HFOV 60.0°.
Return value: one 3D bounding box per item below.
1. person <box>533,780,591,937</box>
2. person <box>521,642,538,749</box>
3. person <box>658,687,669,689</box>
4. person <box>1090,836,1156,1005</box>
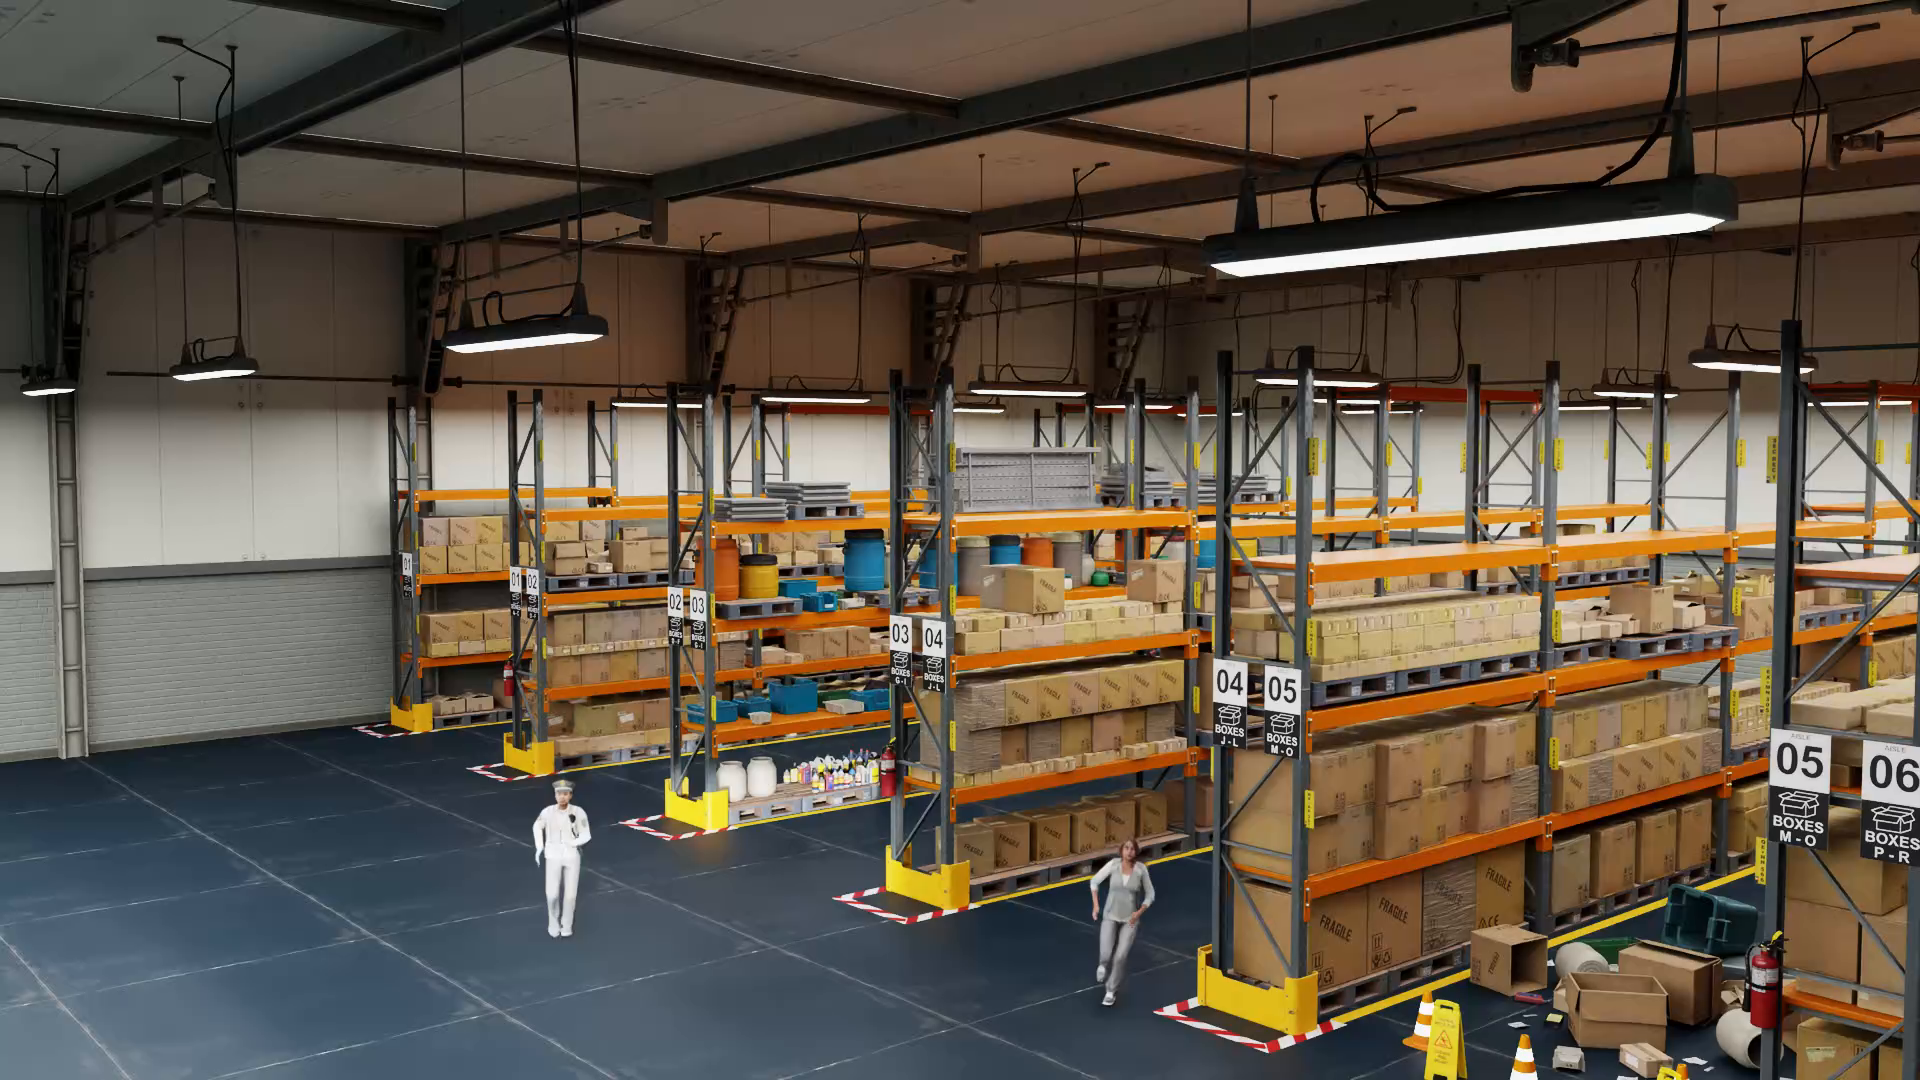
[{"bbox_3d":[-4.129,3.310,17.244,0.593,1.660,0.624,-1,3,-11],"label":"person"},{"bbox_3d":[-7.089,2.621,28.444,0.671,1.821,0.964,3,4,41],"label":"person"},{"bbox_3d":[-5.321,2.508,30.026,0.928,1.819,0.672,-3,5,-43],"label":"person"},{"bbox_3d":[1.507,3.505,15.397,0.601,1.535,0.506,0,3,5],"label":"person"}]
